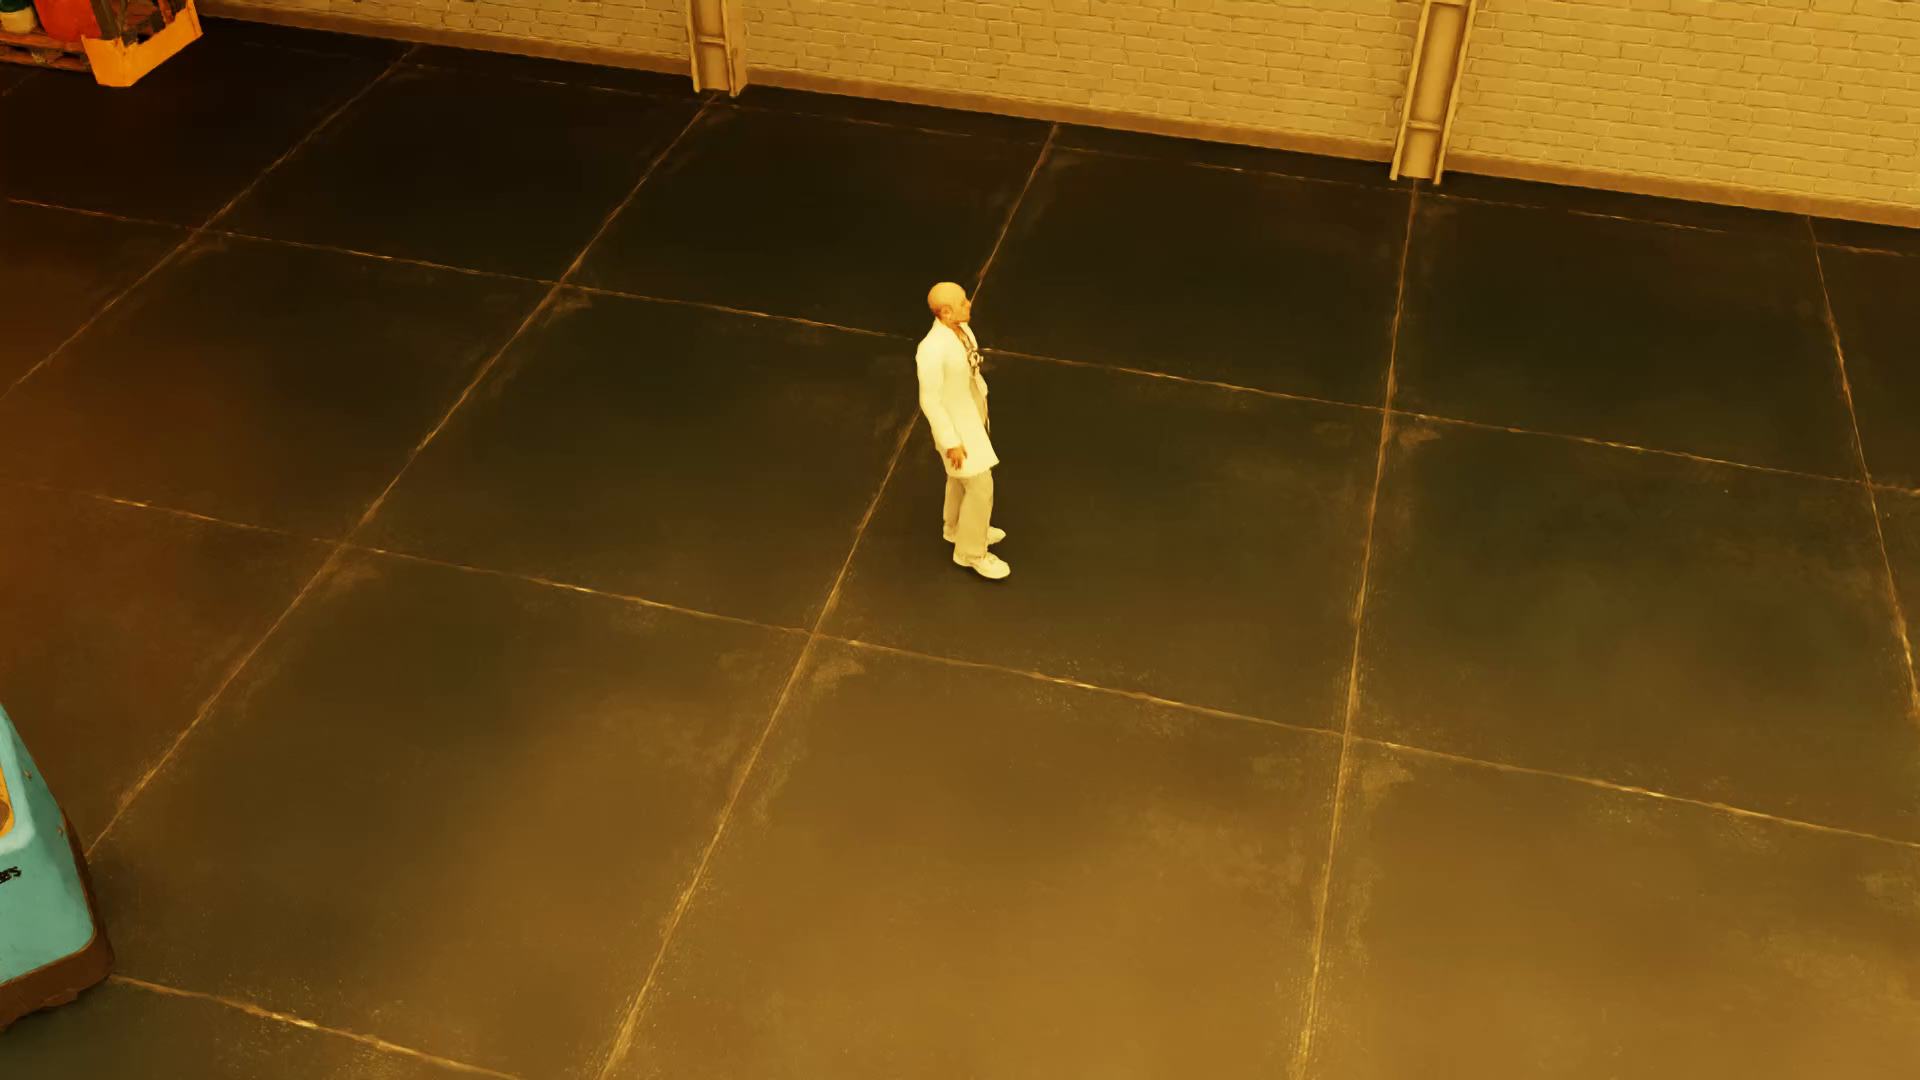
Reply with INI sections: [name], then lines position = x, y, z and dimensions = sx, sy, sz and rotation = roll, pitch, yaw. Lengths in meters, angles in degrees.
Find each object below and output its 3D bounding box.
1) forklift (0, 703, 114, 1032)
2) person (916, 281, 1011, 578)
[forklift]
position = -5.451, 1.197, 6.496
dimensions = 3.031, 2.935, 1.130
rotation = -23, 46, -24
[person]
position = 0.084, -0.657, 9.473
dimensions = 0.586, 1.775, 0.694
rotation = 10, 42, 11
